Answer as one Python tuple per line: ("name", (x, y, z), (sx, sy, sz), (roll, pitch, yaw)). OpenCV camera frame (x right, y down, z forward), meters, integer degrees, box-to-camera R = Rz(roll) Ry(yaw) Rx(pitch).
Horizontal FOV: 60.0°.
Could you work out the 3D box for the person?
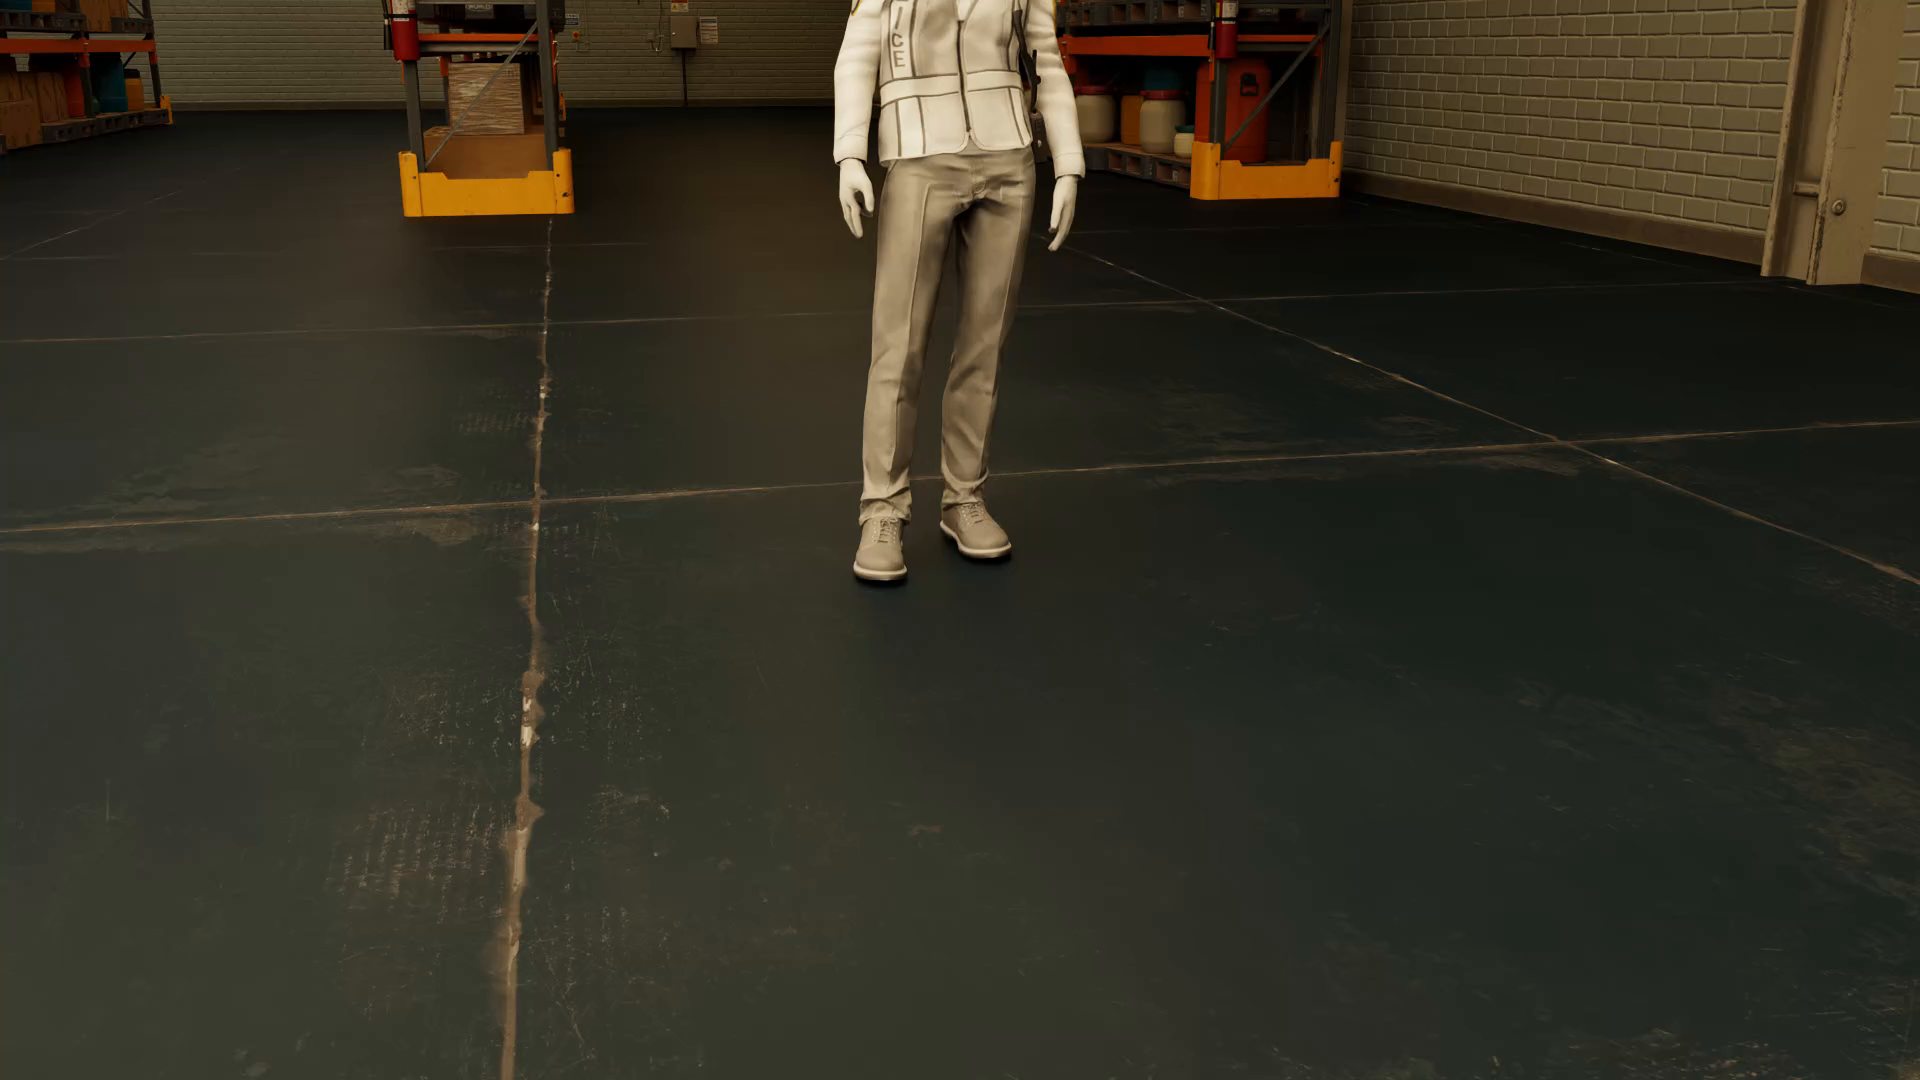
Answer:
("person", (0.008, -0.800, 3.707), (0.586, 1.694, 0.531), (-4, 17, -12))
